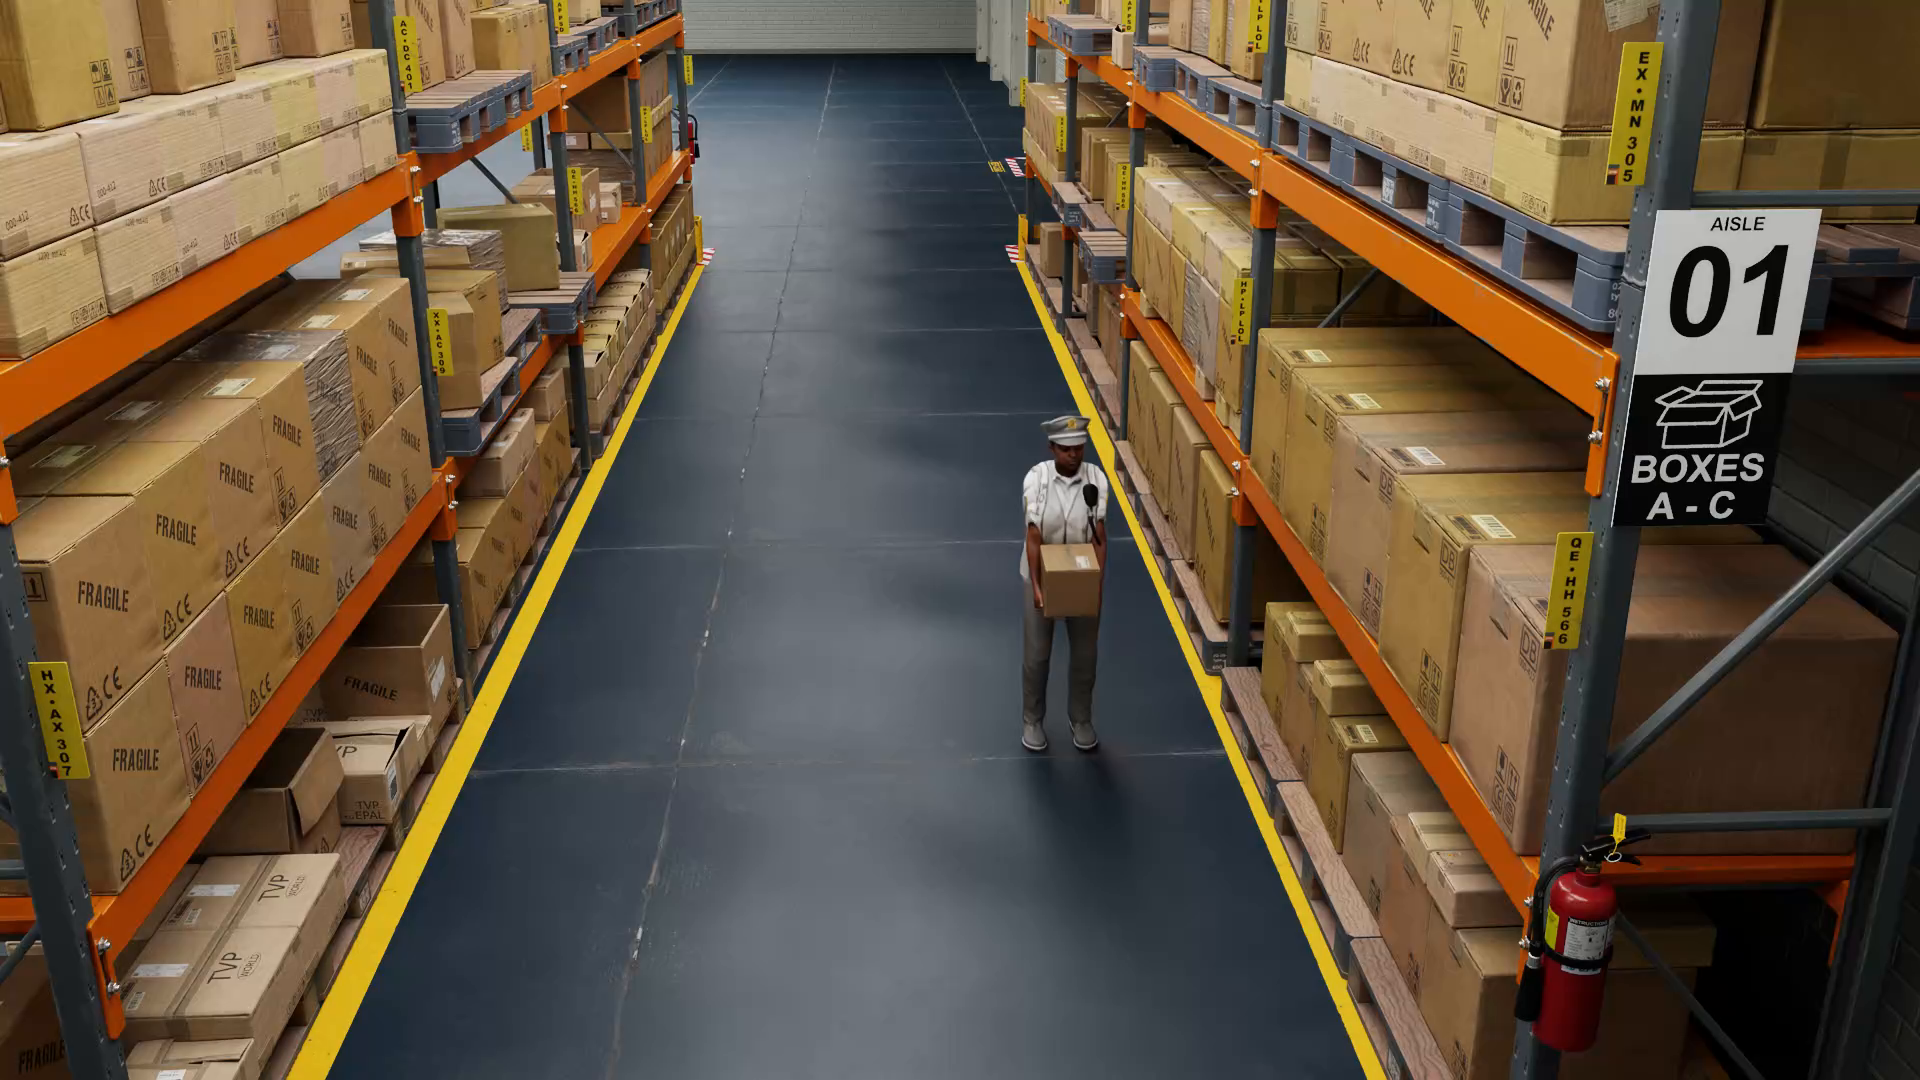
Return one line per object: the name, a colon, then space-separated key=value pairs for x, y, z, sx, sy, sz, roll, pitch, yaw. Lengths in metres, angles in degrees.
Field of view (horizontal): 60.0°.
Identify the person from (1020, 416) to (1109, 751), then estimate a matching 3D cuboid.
person: x=0.503 y=0.223 z=7.956 sx=0.416 sy=1.690 sz=0.526 roll=-1 pitch=21 yaw=-4
